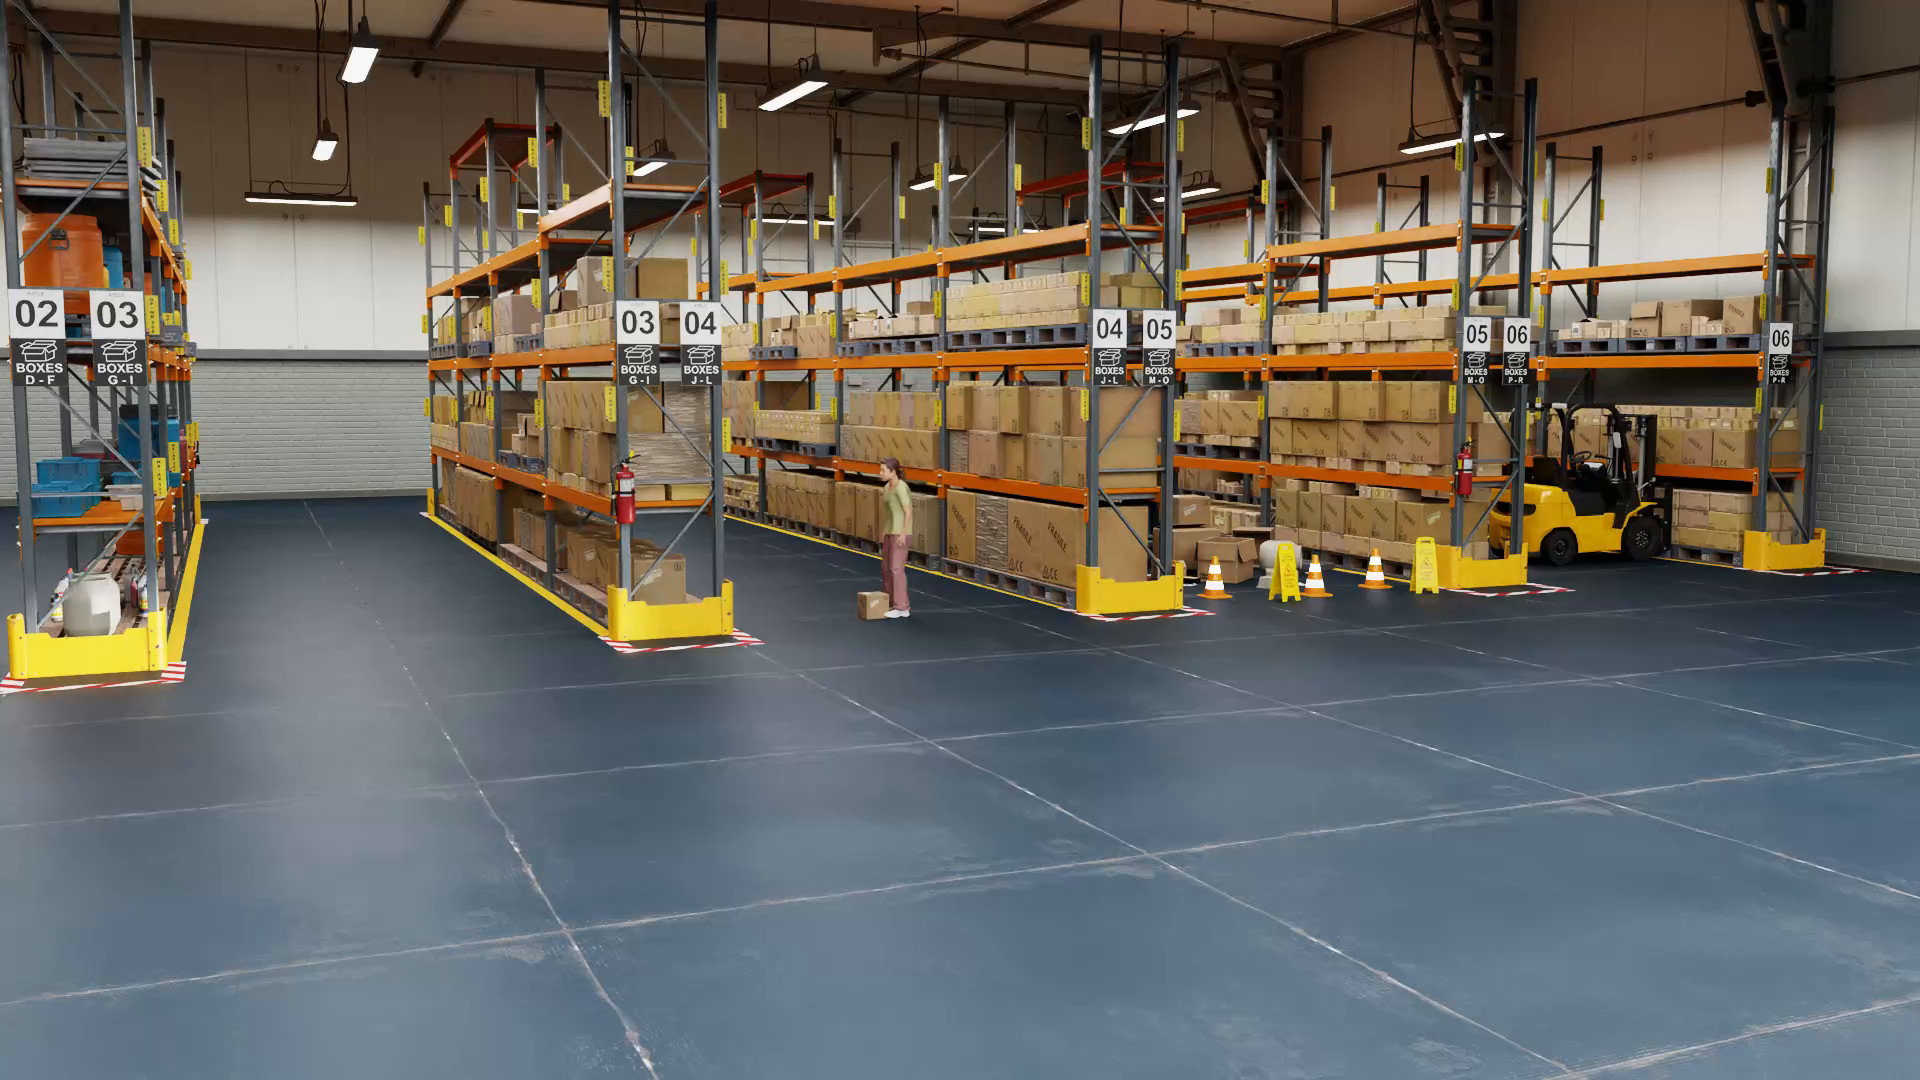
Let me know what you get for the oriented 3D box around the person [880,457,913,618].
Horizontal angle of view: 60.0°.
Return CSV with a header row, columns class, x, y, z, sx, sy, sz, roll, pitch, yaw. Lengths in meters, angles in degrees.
class,x,y,z,sx,sy,sz,roll,pitch,yaw
person,-0.683,-0.038,17.359,0.355,1.673,0.500,-2,6,-24
